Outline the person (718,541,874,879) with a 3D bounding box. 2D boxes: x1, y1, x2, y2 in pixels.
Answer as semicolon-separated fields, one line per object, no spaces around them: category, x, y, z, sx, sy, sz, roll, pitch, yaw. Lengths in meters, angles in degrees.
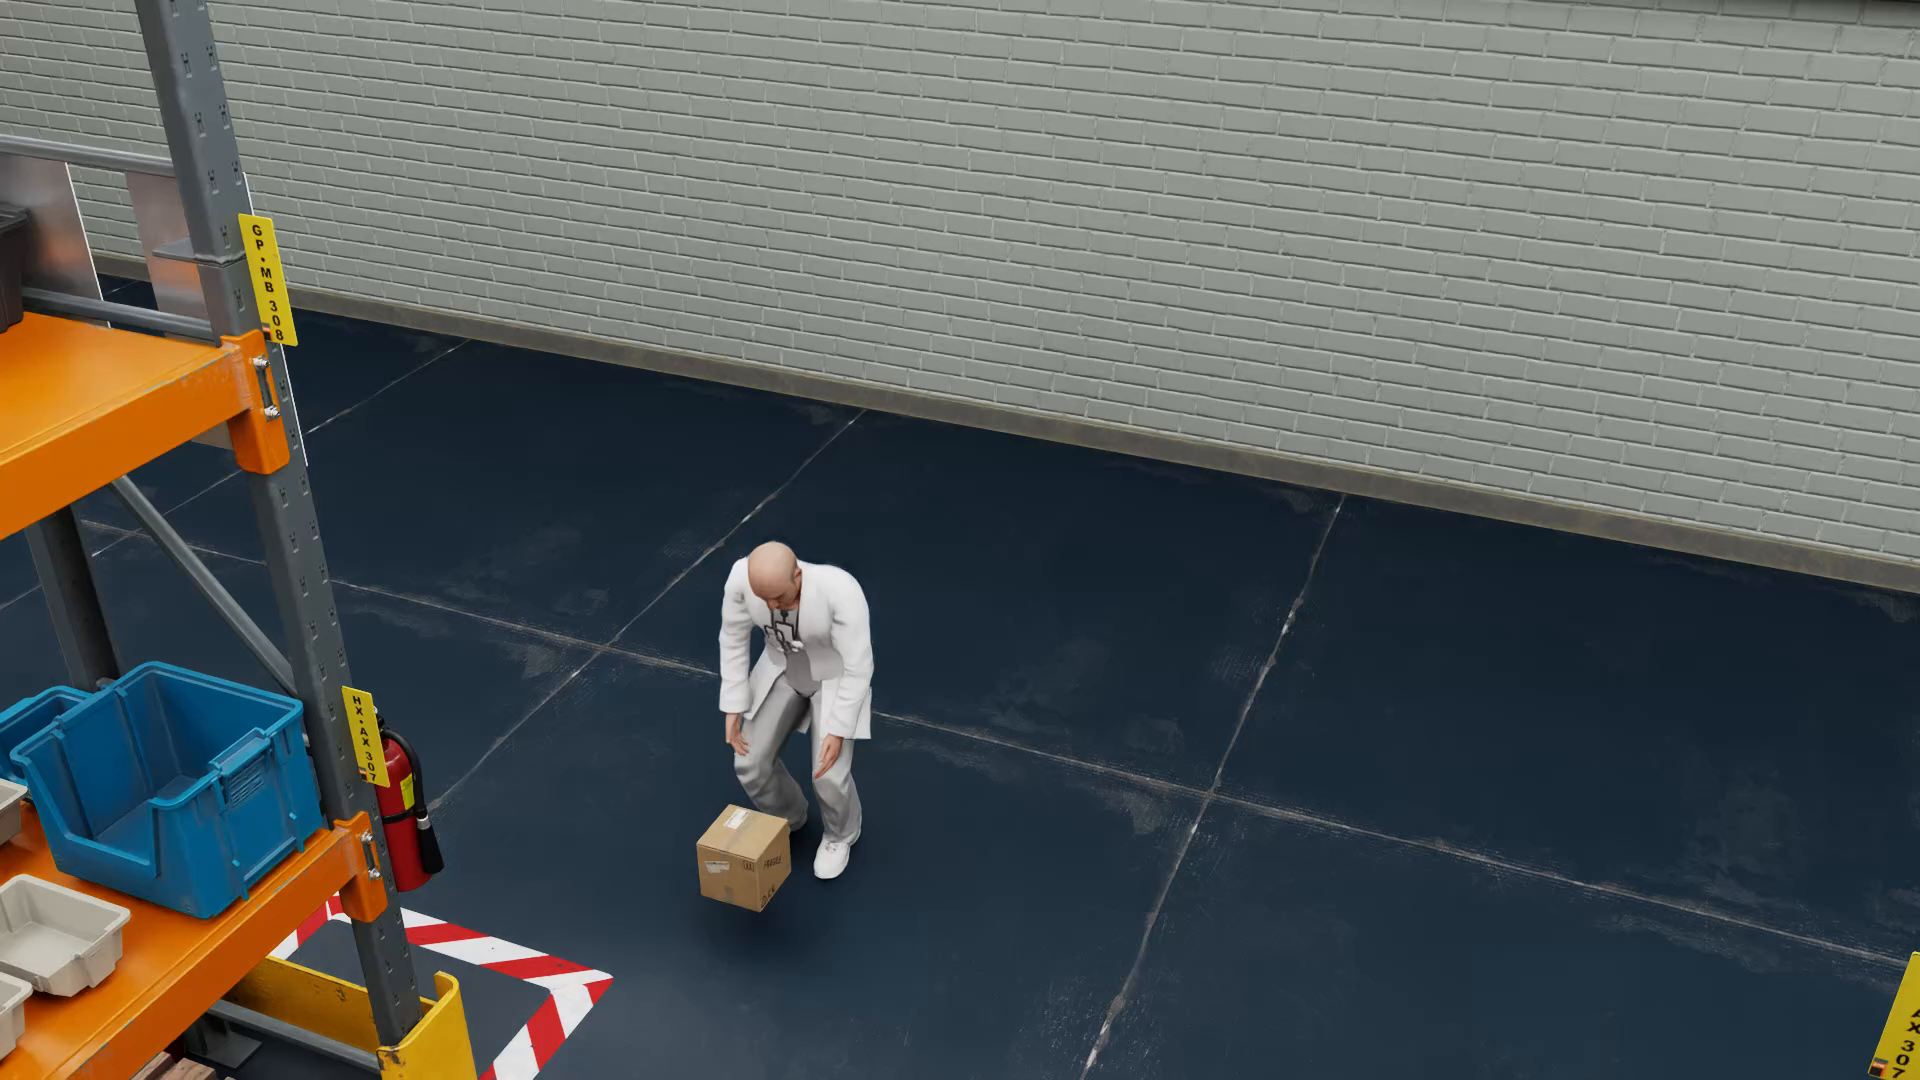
person;-0.586;0.593;6.347;0.626;1.526;0.636;11;31;20
